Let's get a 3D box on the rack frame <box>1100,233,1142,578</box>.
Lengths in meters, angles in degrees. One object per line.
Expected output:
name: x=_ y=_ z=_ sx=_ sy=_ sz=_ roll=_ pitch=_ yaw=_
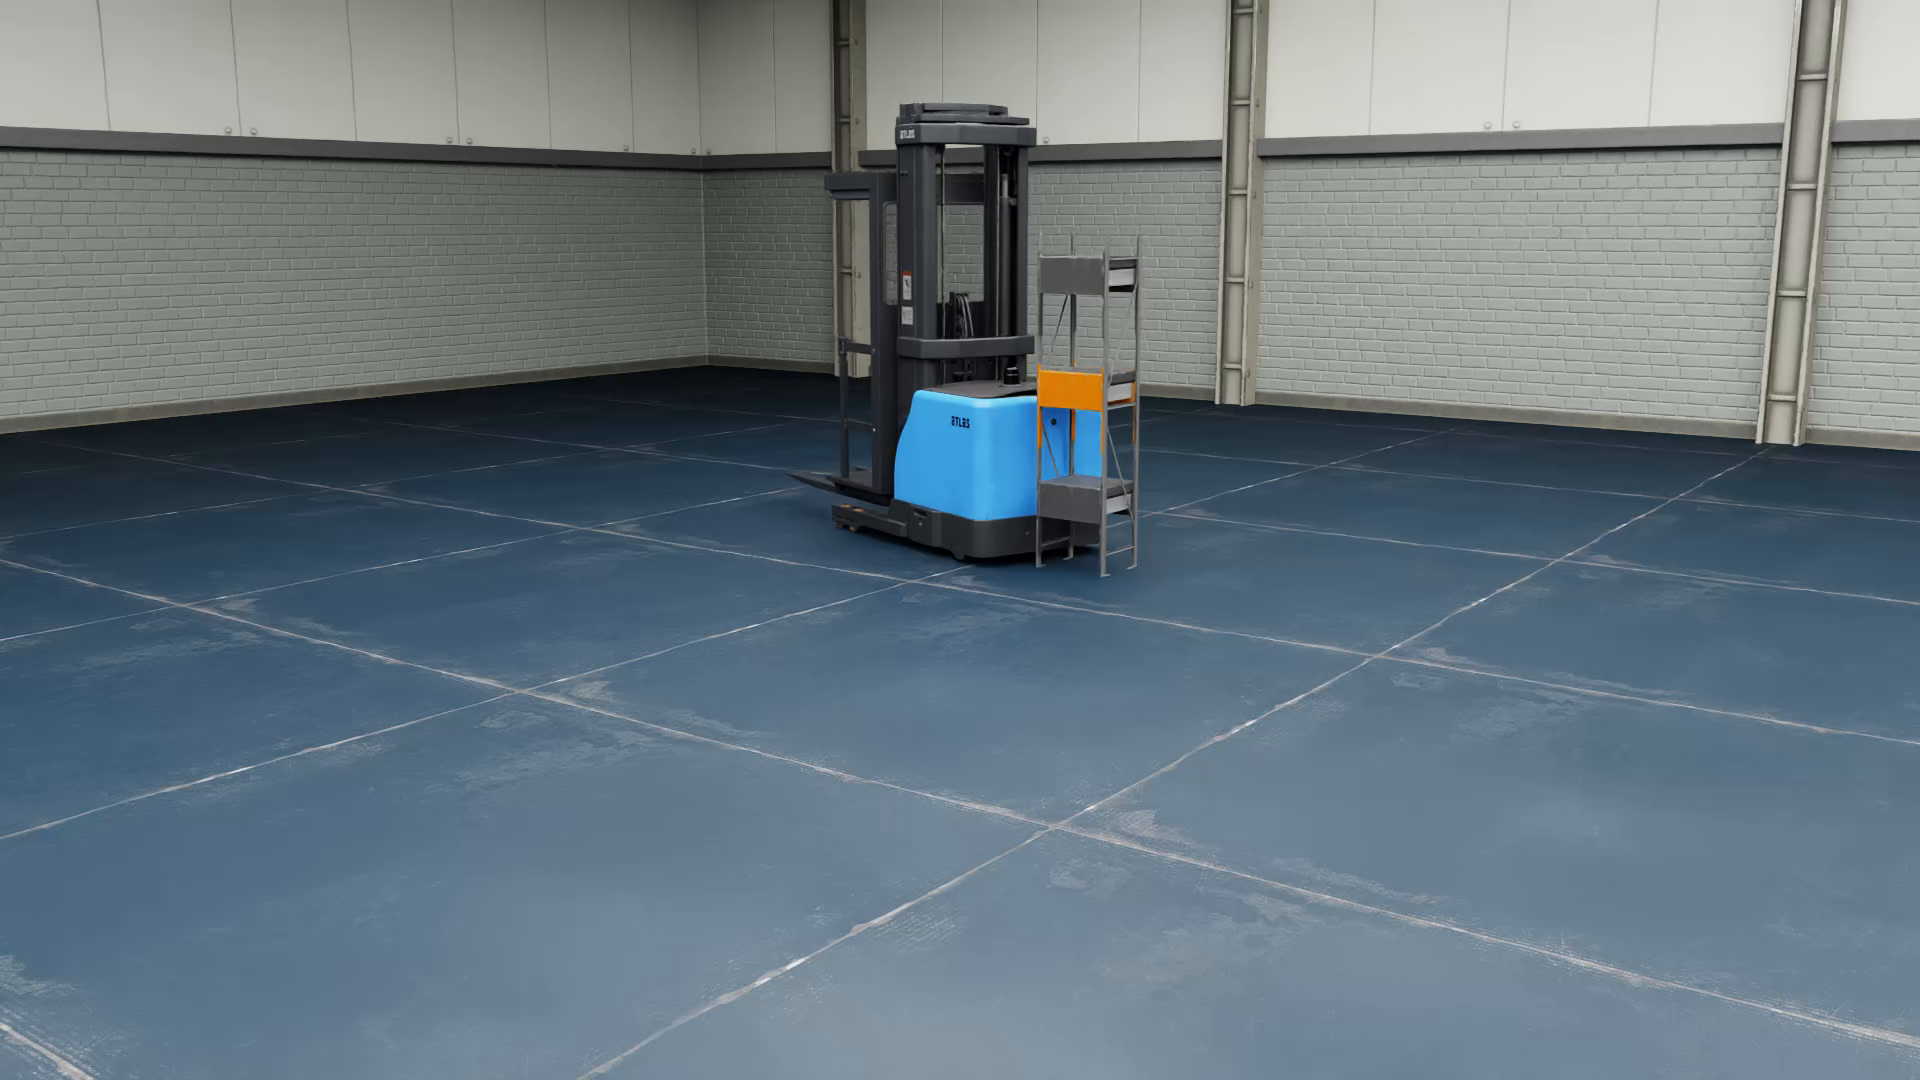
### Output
rack frame: x=0.994 y=-0.824 z=10.250 sx=0.015 sy=2.100 sz=0.400 roll=8 pitch=14 yaw=37

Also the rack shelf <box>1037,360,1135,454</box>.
rack shelf: x=0.801 y=-0.839 z=10.399 sx=0.480 sy=0.518 sz=0.431 roll=8 pitch=14 yaw=37

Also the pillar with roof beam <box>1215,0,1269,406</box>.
pillar with roof beam: x=0.764 y=-5.400 z=15.750 sx=0.400 sy=9.000 sz=9.100 roll=8 pitch=13 yaw=36

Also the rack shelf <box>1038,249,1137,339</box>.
rack shelf: x=0.797 y=-1.525 z=10.261 sx=0.480 sy=0.518 sz=0.431 roll=8 pitch=14 yaw=37

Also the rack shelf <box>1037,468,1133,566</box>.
rack shelf: x=0.804 y=-0.153 z=10.536 sx=0.480 sy=0.518 sz=0.431 roll=8 pitch=14 yaw=37

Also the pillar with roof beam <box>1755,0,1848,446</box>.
pillar with roof beam: x=5.600 y=-4.725 z=12.263 sx=0.400 sy=9.000 sz=9.100 roll=8 pitch=13 yaw=36

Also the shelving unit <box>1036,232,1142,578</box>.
shelving unit: x=0.801 y=-0.852 z=10.396 sx=0.503 sy=2.100 sz=0.431 roll=8 pitch=14 yaw=37

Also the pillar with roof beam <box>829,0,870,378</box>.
pillar with roof beam: x=-4.072 y=-6.074 z=19.237 sx=0.400 sy=9.000 sz=9.100 roll=8 pitch=13 yaw=36

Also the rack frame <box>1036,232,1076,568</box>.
rack frame: x=0.608 y=-0.881 z=10.543 sx=0.015 sy=2.100 sz=0.400 roll=8 pitch=14 yaw=37

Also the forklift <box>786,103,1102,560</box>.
forklift: x=-0.265 y=-1.543 z=11.787 sx=1.130 sy=2.935 sz=3.031 roll=-7 pitch=13 yaw=-32
